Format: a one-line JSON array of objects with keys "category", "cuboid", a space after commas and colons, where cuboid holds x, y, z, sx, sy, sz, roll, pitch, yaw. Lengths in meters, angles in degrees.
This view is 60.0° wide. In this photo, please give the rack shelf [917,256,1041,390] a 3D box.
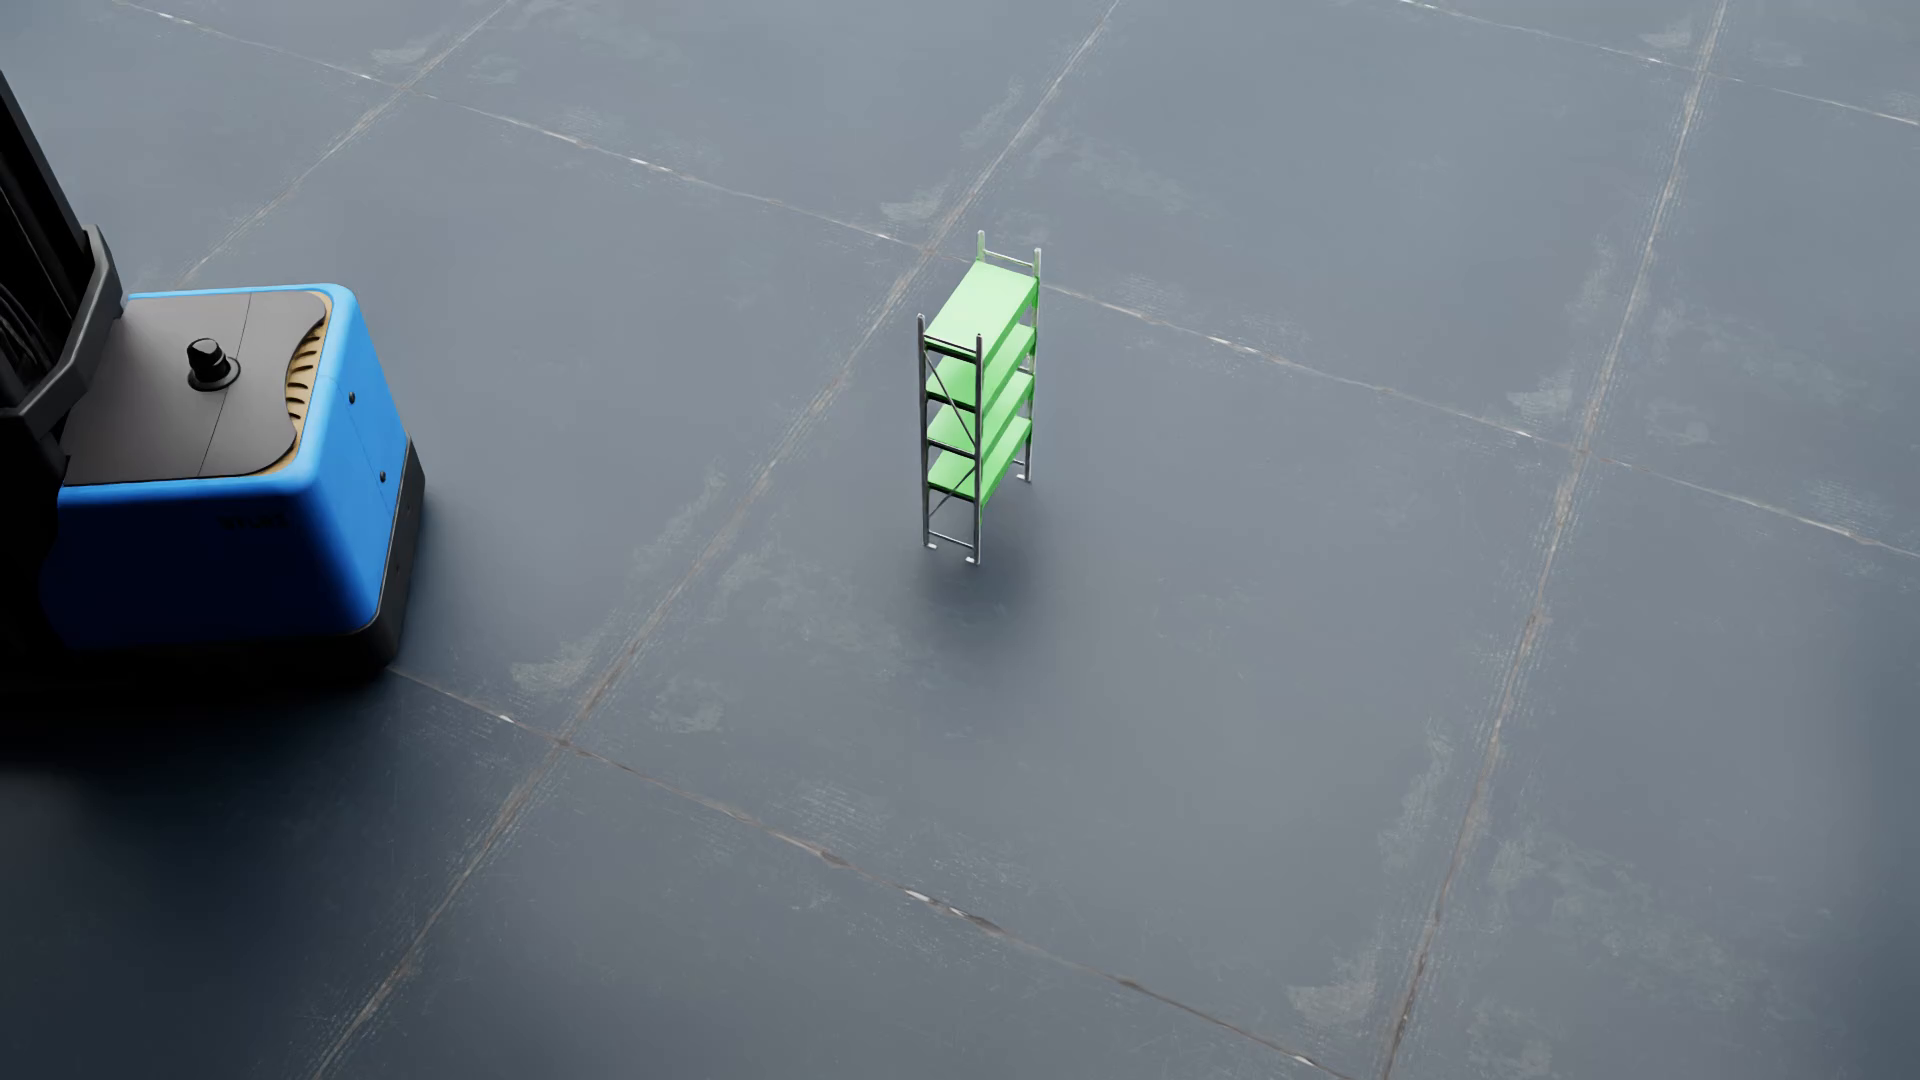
[{"category": "rack shelf", "cuboid": [0.071, -0.772, 5.888, 0.258, 0.148, 0.480, 20, 52, 16]}]

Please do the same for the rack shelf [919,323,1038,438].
[{"category": "rack shelf", "cuboid": [0.071, -0.617, 6.071, 0.258, 0.148, 0.480, 20, 52, 16]}]

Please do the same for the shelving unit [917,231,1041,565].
[{"category": "shelving unit", "cuboid": [0.071, -0.503, 6.205, 0.258, 1.200, 0.503, 20, 52, 16]}]

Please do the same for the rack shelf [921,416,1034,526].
[{"category": "rack shelf", "cuboid": [0.071, -0.306, 6.437, 0.258, 0.148, 0.480, 20, 52, 16]}]

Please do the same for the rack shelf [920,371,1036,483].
[{"category": "rack shelf", "cuboid": [0.071, -0.461, 6.254, 0.258, 0.148, 0.480, 20, 52, 16]}]

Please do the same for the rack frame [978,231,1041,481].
[{"category": "rack frame", "cuboid": [0.175, -0.671, 6.348, 0.240, 1.200, 0.015, 20, 52, 16]}]

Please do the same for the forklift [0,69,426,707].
[{"category": "forklift", "cuboid": [-3.618, -0.720, 5.253, 3.031, 2.935, 1.130, -4, 50, -3]}]

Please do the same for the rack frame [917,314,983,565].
[{"category": "rack frame", "cuboid": [-0.034, -0.335, 6.062, 0.240, 1.200, 0.015, 20, 52, 16]}]
